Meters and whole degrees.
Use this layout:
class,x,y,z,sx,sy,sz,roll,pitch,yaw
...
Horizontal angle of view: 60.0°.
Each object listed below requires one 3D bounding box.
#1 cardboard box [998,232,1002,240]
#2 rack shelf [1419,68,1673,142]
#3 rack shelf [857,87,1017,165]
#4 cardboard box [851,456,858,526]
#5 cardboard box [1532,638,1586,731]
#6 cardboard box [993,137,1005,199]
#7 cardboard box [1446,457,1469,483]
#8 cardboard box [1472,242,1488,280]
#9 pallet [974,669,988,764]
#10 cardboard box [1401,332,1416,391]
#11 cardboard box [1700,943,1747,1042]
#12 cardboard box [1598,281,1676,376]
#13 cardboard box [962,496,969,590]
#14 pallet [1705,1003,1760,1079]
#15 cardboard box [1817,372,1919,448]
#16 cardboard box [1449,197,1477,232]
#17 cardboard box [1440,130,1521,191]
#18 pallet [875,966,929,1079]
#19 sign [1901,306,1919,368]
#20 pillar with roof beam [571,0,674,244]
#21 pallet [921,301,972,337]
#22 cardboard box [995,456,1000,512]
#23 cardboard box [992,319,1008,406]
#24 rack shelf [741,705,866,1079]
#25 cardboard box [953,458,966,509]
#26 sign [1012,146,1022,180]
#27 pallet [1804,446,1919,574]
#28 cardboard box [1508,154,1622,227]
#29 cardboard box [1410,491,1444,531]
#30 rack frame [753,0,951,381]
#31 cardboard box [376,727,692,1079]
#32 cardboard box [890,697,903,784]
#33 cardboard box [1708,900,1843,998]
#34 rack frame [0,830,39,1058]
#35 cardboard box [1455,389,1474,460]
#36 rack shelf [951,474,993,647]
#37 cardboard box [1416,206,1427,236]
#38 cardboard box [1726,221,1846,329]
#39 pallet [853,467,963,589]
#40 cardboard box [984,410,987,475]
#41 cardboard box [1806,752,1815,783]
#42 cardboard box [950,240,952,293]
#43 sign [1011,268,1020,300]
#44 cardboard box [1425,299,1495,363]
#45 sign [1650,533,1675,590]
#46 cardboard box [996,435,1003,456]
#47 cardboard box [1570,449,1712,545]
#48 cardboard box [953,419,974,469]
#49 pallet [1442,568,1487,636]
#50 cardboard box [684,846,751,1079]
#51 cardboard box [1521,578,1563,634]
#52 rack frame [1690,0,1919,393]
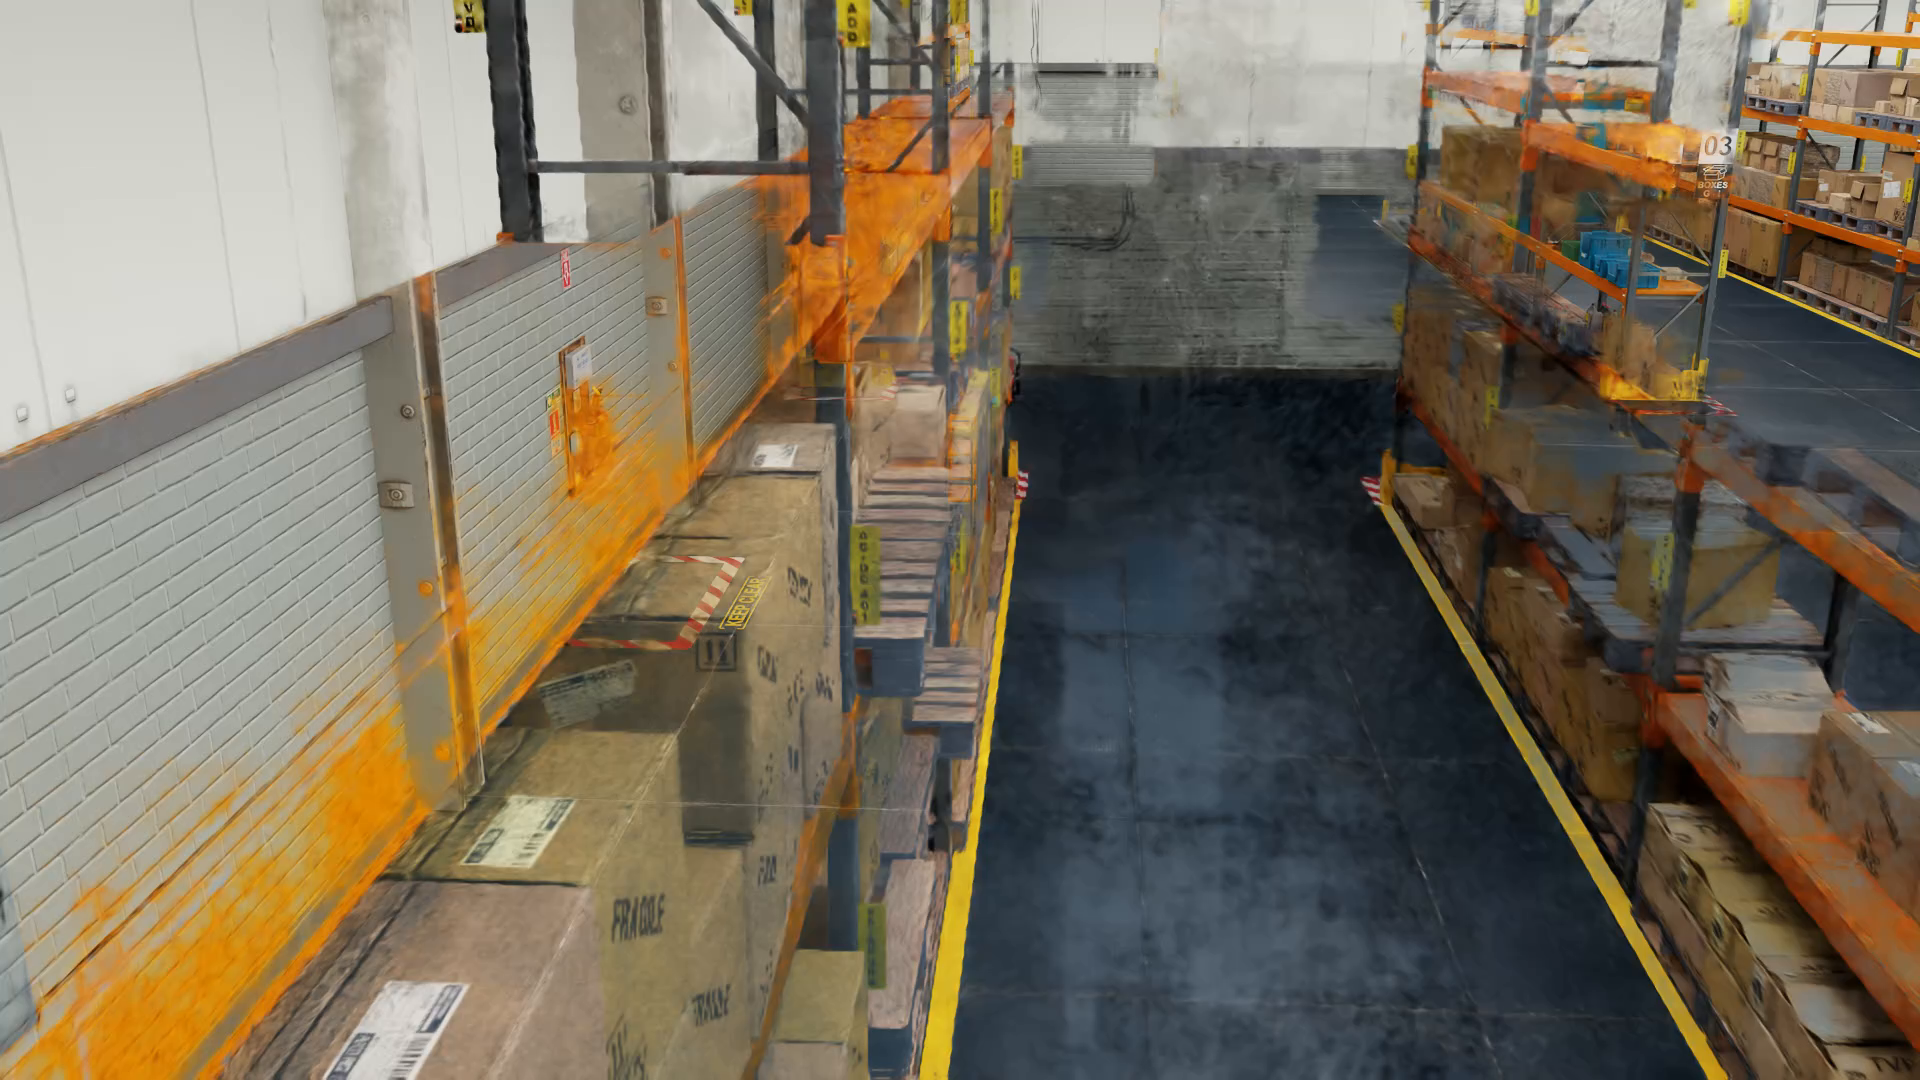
class,x,y,z,sx,sy,sz,roll,pitch,yaw
cardboard box,-0.224,-9.052,32.320,0.500,0.250,0.500,1,18,3
rack shelf,4.497,-10.103,32.466,1.077,0.370,4.000,1,18,4
rack shelf,-0.444,-10.024,32.862,1.077,0.370,4.000,1,18,4
cardboard box,-0.998,-6.542,24.721,0.500,0.311,0.500,2,18,6
cardboard box,3.969,-5.373,29.812,0.500,0.500,0.500,1,18,2
cardboard box,-0.196,-9.570,32.697,0.500,0.500,0.500,1,18,4
cardboard box,4.847,-7.064,34.972,0.500,0.500,0.500,1,18,4
cardboard box,4.170,-8.641,31.900,0.500,0.250,0.500,1,18,4
pallet,-0.652,-5.138,30.264,1.003,0.211,1.213,1,18,4
cardboard box,4.346,-8.133,34.765,0.500,0.500,0.500,2,18,5
cardboard box,3.670,-4.152,26.517,0.500,0.250,0.500,1,18,2
cardboard box,4.139,-7.662,28.510,0.910,0.500,0.500,1,18,4
cardboard box,-0.537,-6.348,28.808,0.500,0.500,0.500,2,18,6
pallet,3.879,-3.775,26.104,1.003,0.211,1.213,1,18,4
cardboard box,4.071,-6.981,26.159,0.500,0.250,0.500,2,18,5
cardboard box,4.232,-9.189,32.771,0.500,0.250,0.500,1,18,4
cardboard box,4.500,-9.852,33.589,0.700,0.500,0.500,1,18,4
pallet,-1.022,-3.896,26.475,1.003,0.211,1.213,1,18,4
sign,4.620,-7.426,26.995,0.100,0.325,0.005,1,18,4
pillar with roof beam,2.464,-8.212,25.534,9.100,9.000,0.400,1,18,4
pallet,-0.804,-7.726,29.171,1.003,0.211,1.213,2,18,6
cardboard box,-0.287,-6.963,34.696,0.700,0.500,0.500,1,18,4
cardboard box,-0.368,-8.084,34.296,0.980,0.700,0.700,1,18,3
rack shelf,-1.304,-5.062,21.892,1.077,0.370,4.000,1,18,4
cardboard box,-0.547,-6.699,28.675,0.500,0.250,0.500,1,18,3
sign,0.240,-10.119,34.874,0.100,0.325,0.005,1,18,4
pallet,4.030,-6.508,25.453,1.003,0.211,1.213,2,18,6
cardboard box,4.351,-9.075,31.217,0.700,0.500,0.500,1,18,4
cardboard box,4.247,-6.646,34.099,0.500,0.250,0.500,1,18,4
rack frame,-0.874,-8.693,27.000,1.000,3.000,0.127,1,18,4
cardboard box,-1.066,-5.743,21.017,0.500,0.500,0.500,2,18,5
cardboard box,-0.965,-5.565,26.222,0.700,0.500,0.500,1,18,4
cardboard box,3.668,-4.414,26.418,0.500,0.311,0.500,1,18,2
rack frame,-1.448,-6.208,19.418,1.000,3.000,0.127,1,18,4
cardboard box,4.169,-7.343,32.356,0.500,0.500,0.500,2,18,5
rack shelf,-0.731,-6.121,29.942,1.077,0.370,4.000,1,18,4
cardboard box,4.350,-9.417,34.270,0.500,0.250,0.500,1,18,4
cardboard box,4.105,-7.816,27.375,0.500,0.500,0.500,1,18,4
pallet,-0.939,-6.447,25.266,1.213,0.211,1.003,1,18,4
cardboard box,-0.369,-7.134,31.206,0.500,0.500,0.500,1,18,3
cardboard box,4.032,-5.216,26.427,0.380,0.149,0.250,3,18,8
cardboard box,-0.735,-8.321,29.816,0.700,0.500,0.500,1,18,3
sign,0.240,-8.973,35.250,0.100,0.325,0.005,1,18,4
cardboard box,4.275,-8.290,33.639,0.500,0.500,0.500,2,18,5
sign,3.525,-6.254,27.461,0.100,0.325,0.005,1,18,4
cardboard box,-0.096,-7.304,34.693,0.380,0.149,0.250,2,18,5
cardboard box,4.289,-6.672,29.632,0.700,0.500,0.500,-3,18,-10
cardboard box,-0.484,-7.013,29.633,0.500,0.250,0.500,1,18,3
pallet,4.404,-5.863,32.477,1.003,0.211,1.213,1,18,4
cardboard box,-1.050,-5.432,21.674,0.500,0.500,0.500,2,18,7
cardboard box,4.004,-5.897,30.206,0.500,0.250,0.500,1,18,4
rack frame,4.067,-8.583,26.666,1.000,3.000,0.127,1,18,4
